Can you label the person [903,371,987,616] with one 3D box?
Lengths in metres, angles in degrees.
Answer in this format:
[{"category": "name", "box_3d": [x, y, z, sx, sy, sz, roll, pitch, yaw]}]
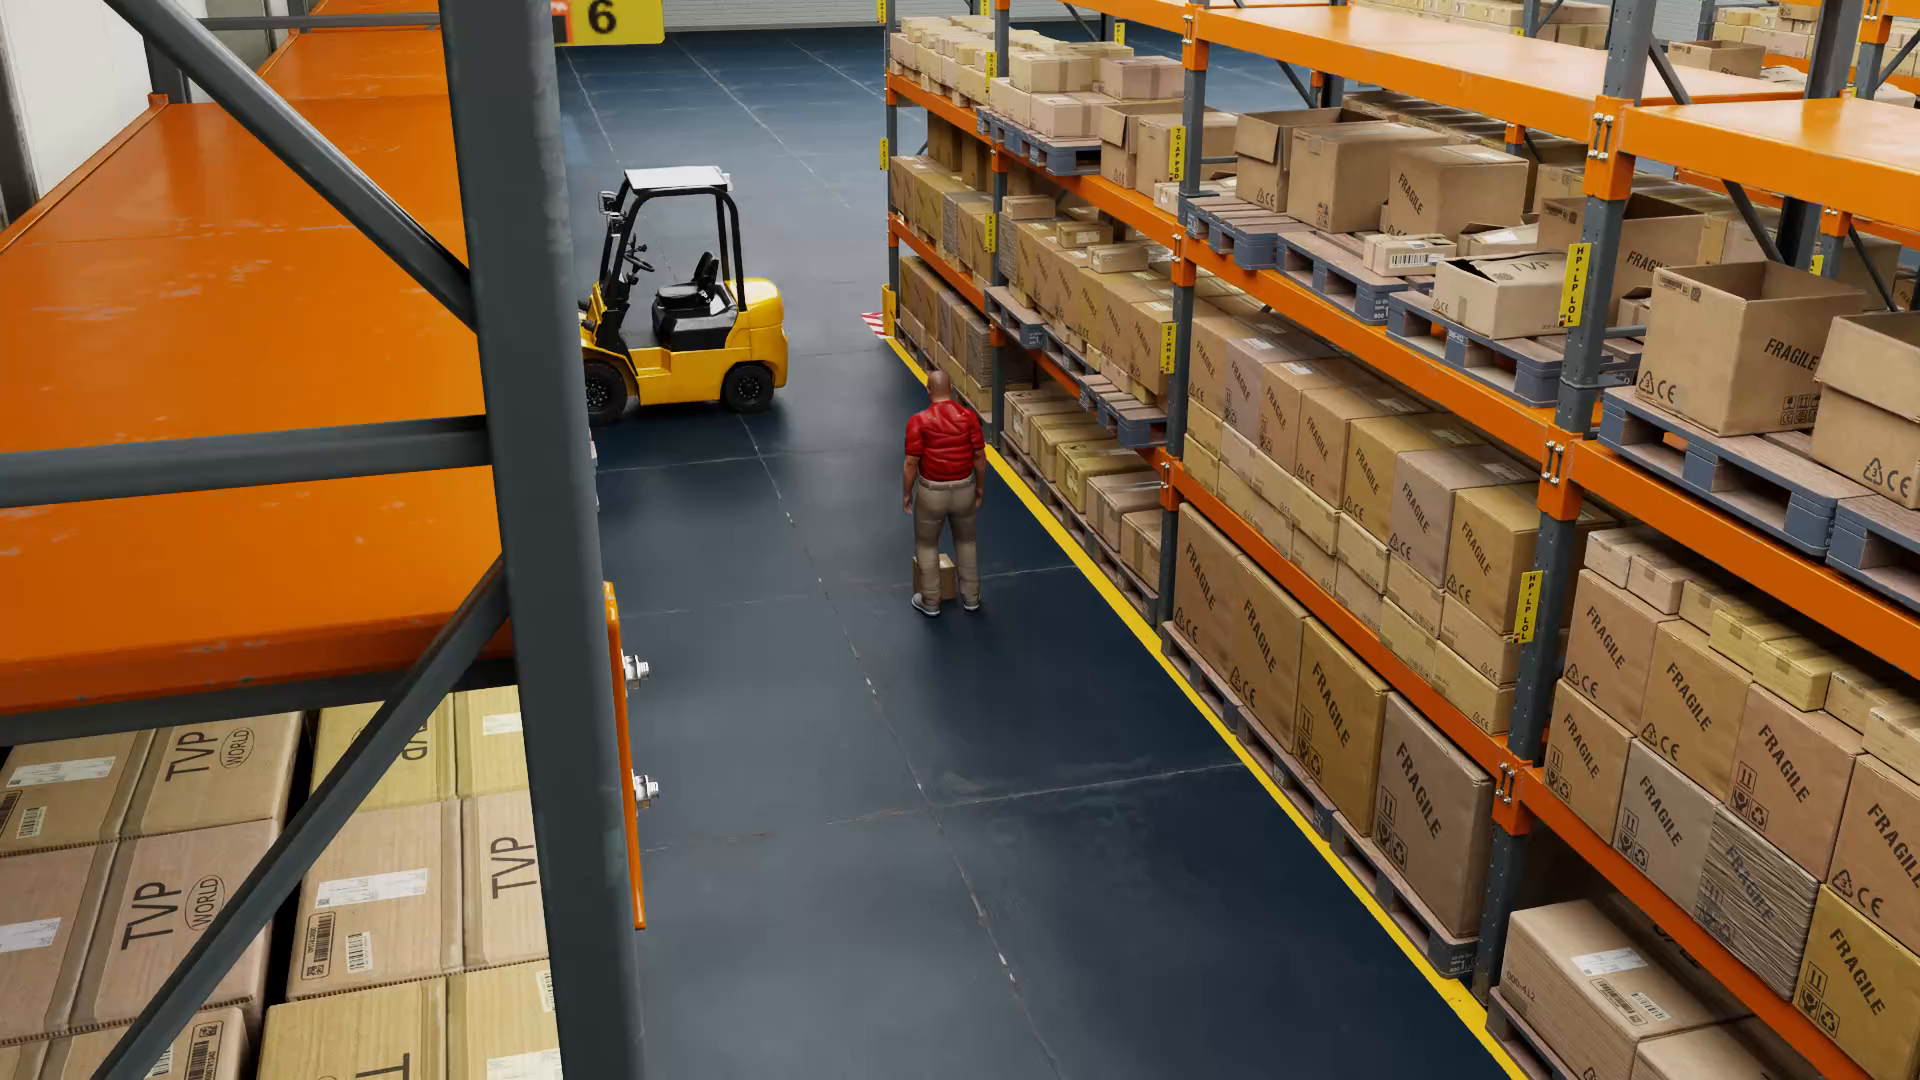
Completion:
[{"category": "person", "box_3d": [-0.109, -0.319, 11.438, 0.586, 1.727, 0.393, -6, 24, -14]}]
